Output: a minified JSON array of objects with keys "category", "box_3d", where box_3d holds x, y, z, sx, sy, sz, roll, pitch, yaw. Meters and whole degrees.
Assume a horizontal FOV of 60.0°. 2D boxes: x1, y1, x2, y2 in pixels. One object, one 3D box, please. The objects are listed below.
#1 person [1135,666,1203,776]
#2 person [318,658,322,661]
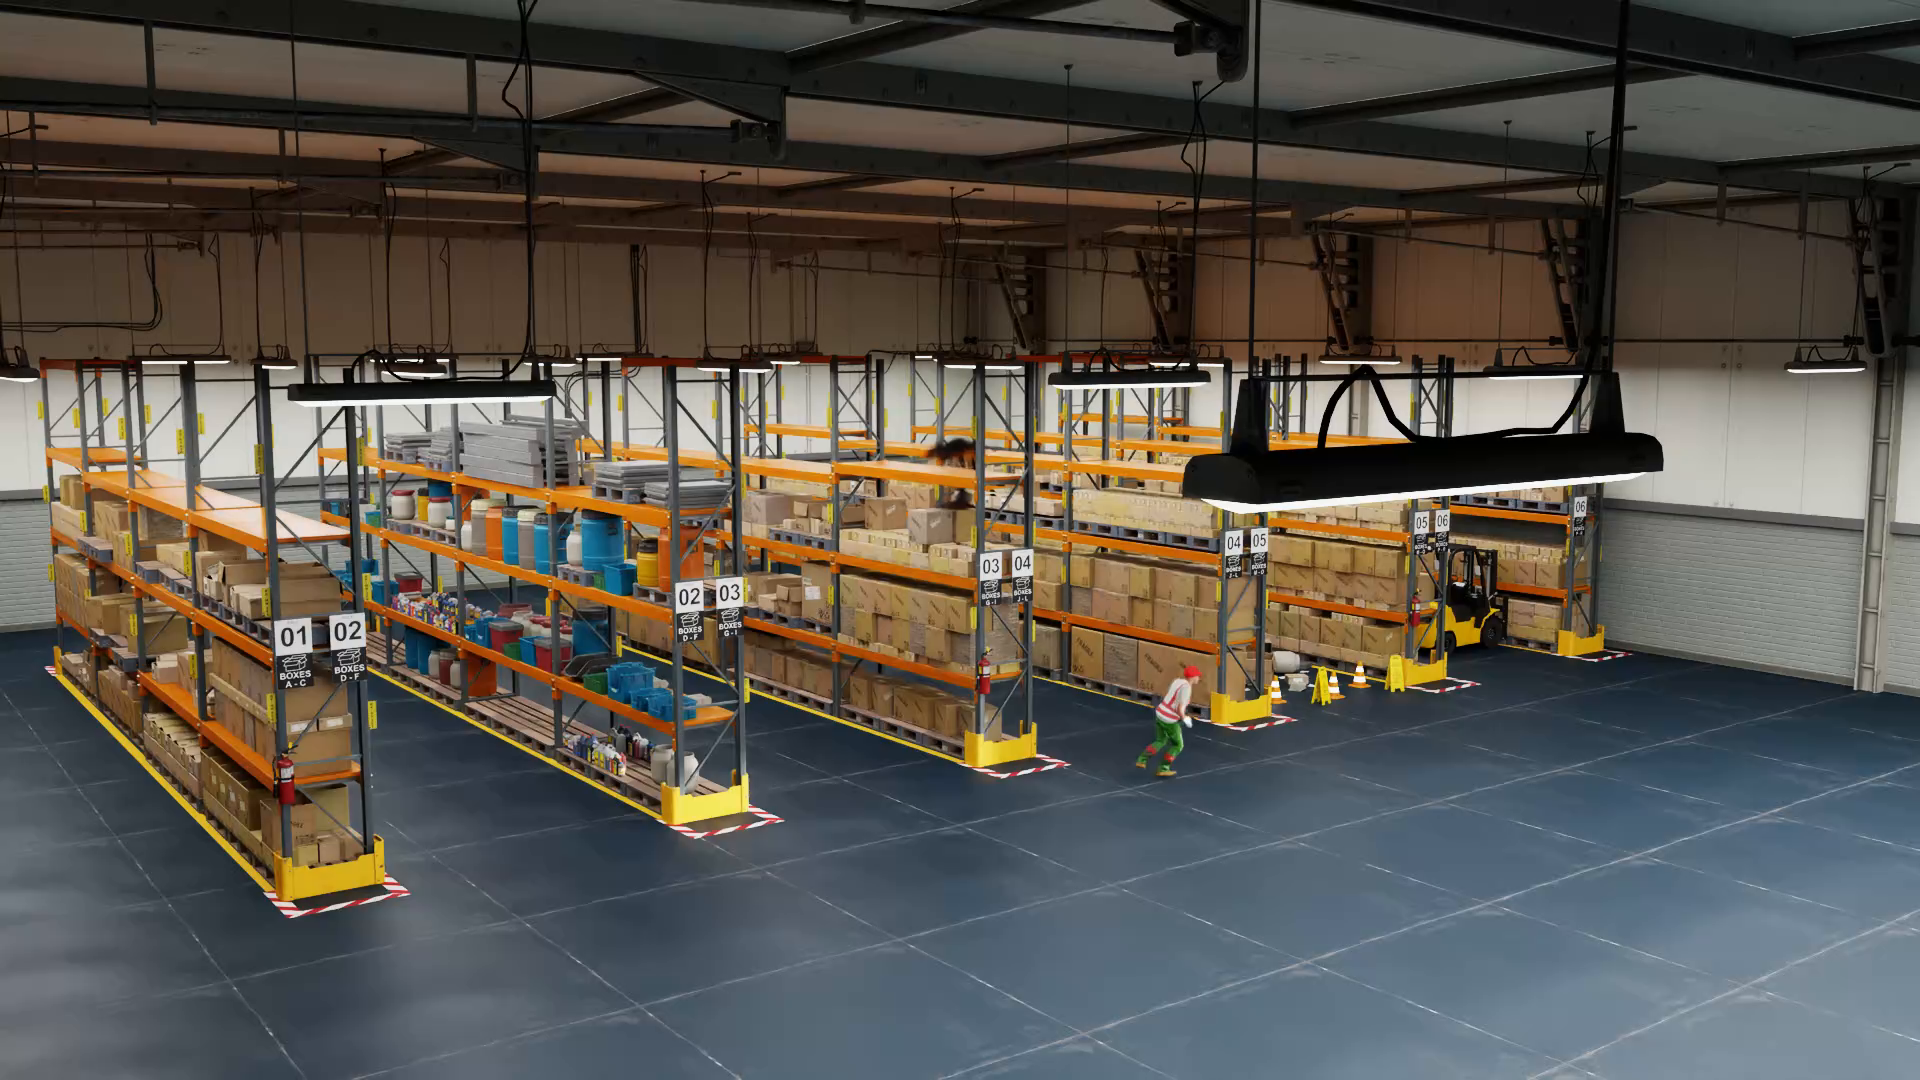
[{"category":"person","box_3d":[3.037,2.627,24.177,0.932,1.630,0.668,-2,7,-14]},{"category":"person","box_3d":[-10.132,2.422,25.816,0.692,1.662,0.785,-6,9,-41]}]
